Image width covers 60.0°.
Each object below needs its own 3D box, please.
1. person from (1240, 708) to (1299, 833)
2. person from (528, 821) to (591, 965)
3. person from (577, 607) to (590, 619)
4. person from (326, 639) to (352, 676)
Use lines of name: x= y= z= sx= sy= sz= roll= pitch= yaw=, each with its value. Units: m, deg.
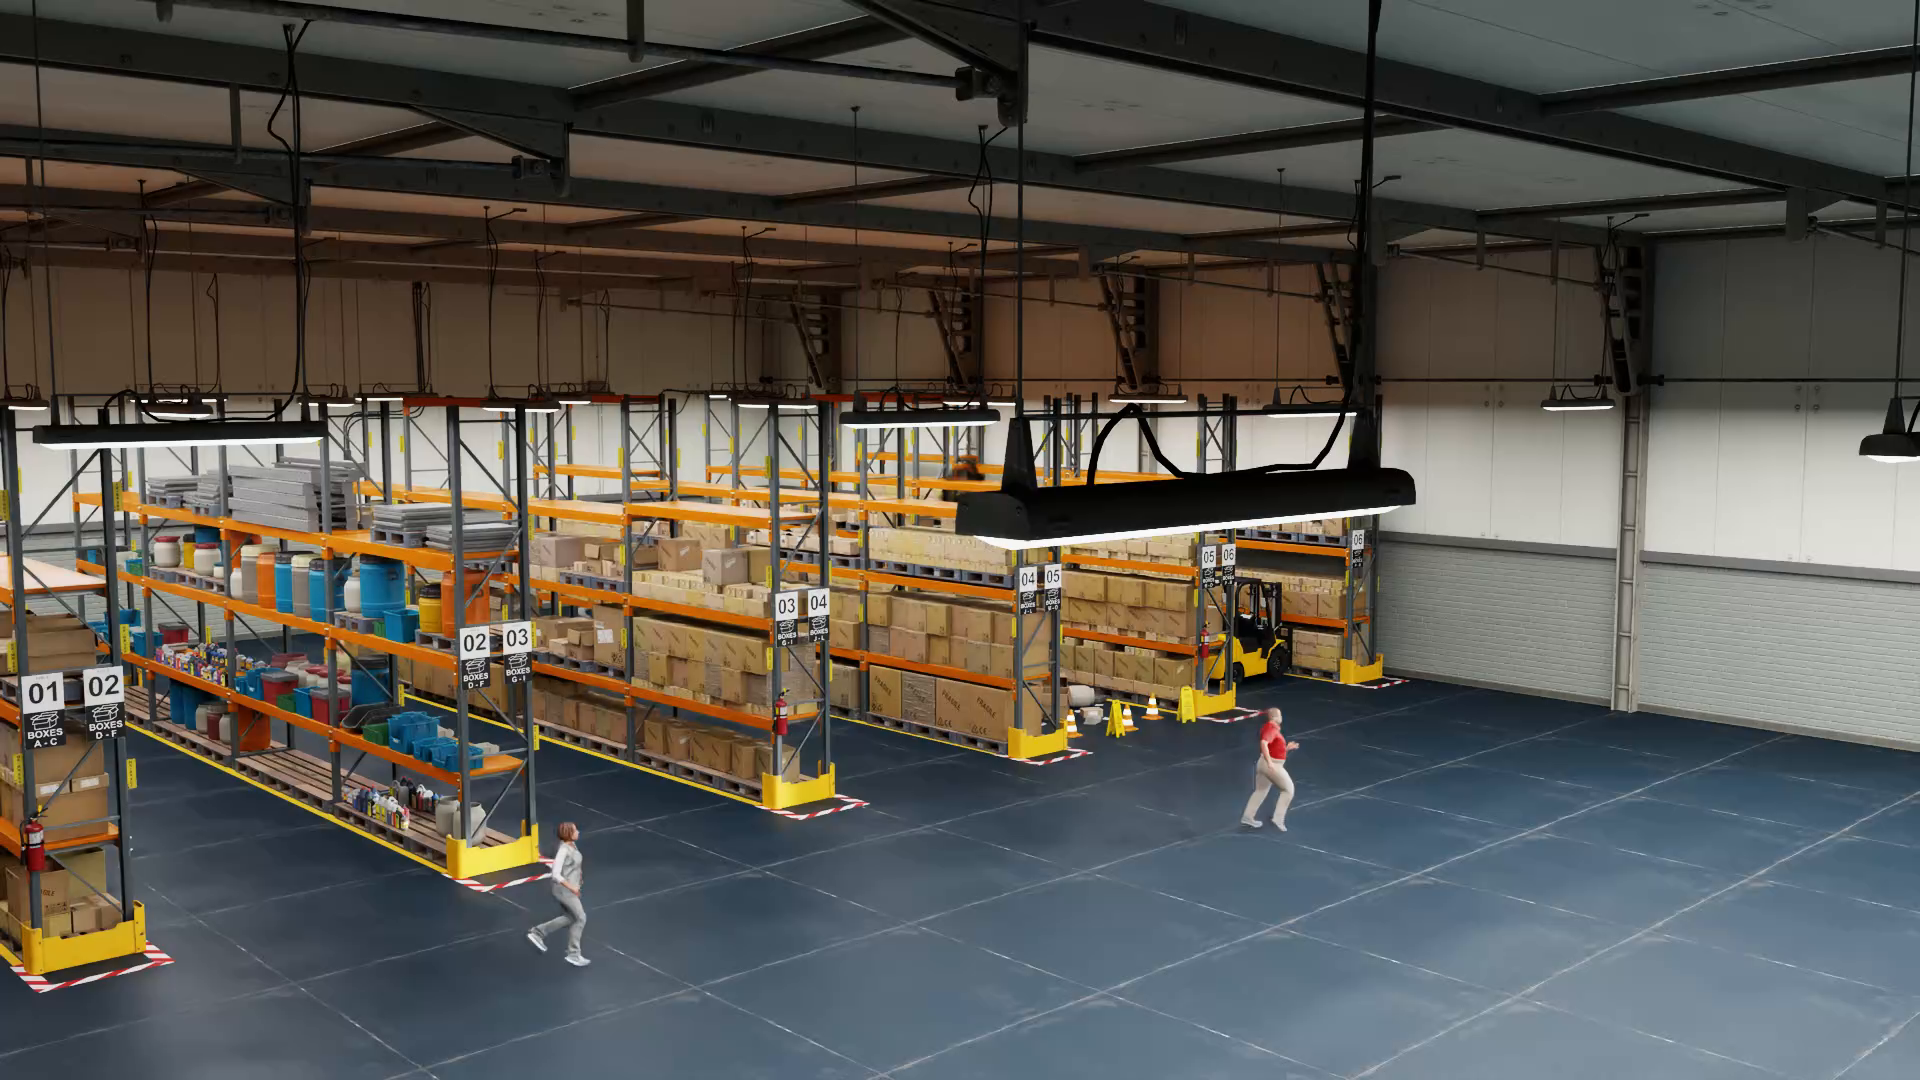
person: x=4.364 y=3.237 z=23.292 sx=0.853 sy=1.790 sz=0.627 roll=-1 pitch=6 yaw=-15
person: x=-4.342 y=3.823 z=17.970 sx=0.659 sy=1.598 sz=0.555 roll=-1 pitch=6 yaw=-7
person: x=-9.395 y=1.467 z=41.385 sx=0.630 sy=1.781 sz=0.705 roll=5 pitch=7 yaw=40
person: x=-11.331 y=2.593 z=30.432 sx=0.706 sy=1.634 sz=0.580 roll=4 pitch=7 yaw=35
